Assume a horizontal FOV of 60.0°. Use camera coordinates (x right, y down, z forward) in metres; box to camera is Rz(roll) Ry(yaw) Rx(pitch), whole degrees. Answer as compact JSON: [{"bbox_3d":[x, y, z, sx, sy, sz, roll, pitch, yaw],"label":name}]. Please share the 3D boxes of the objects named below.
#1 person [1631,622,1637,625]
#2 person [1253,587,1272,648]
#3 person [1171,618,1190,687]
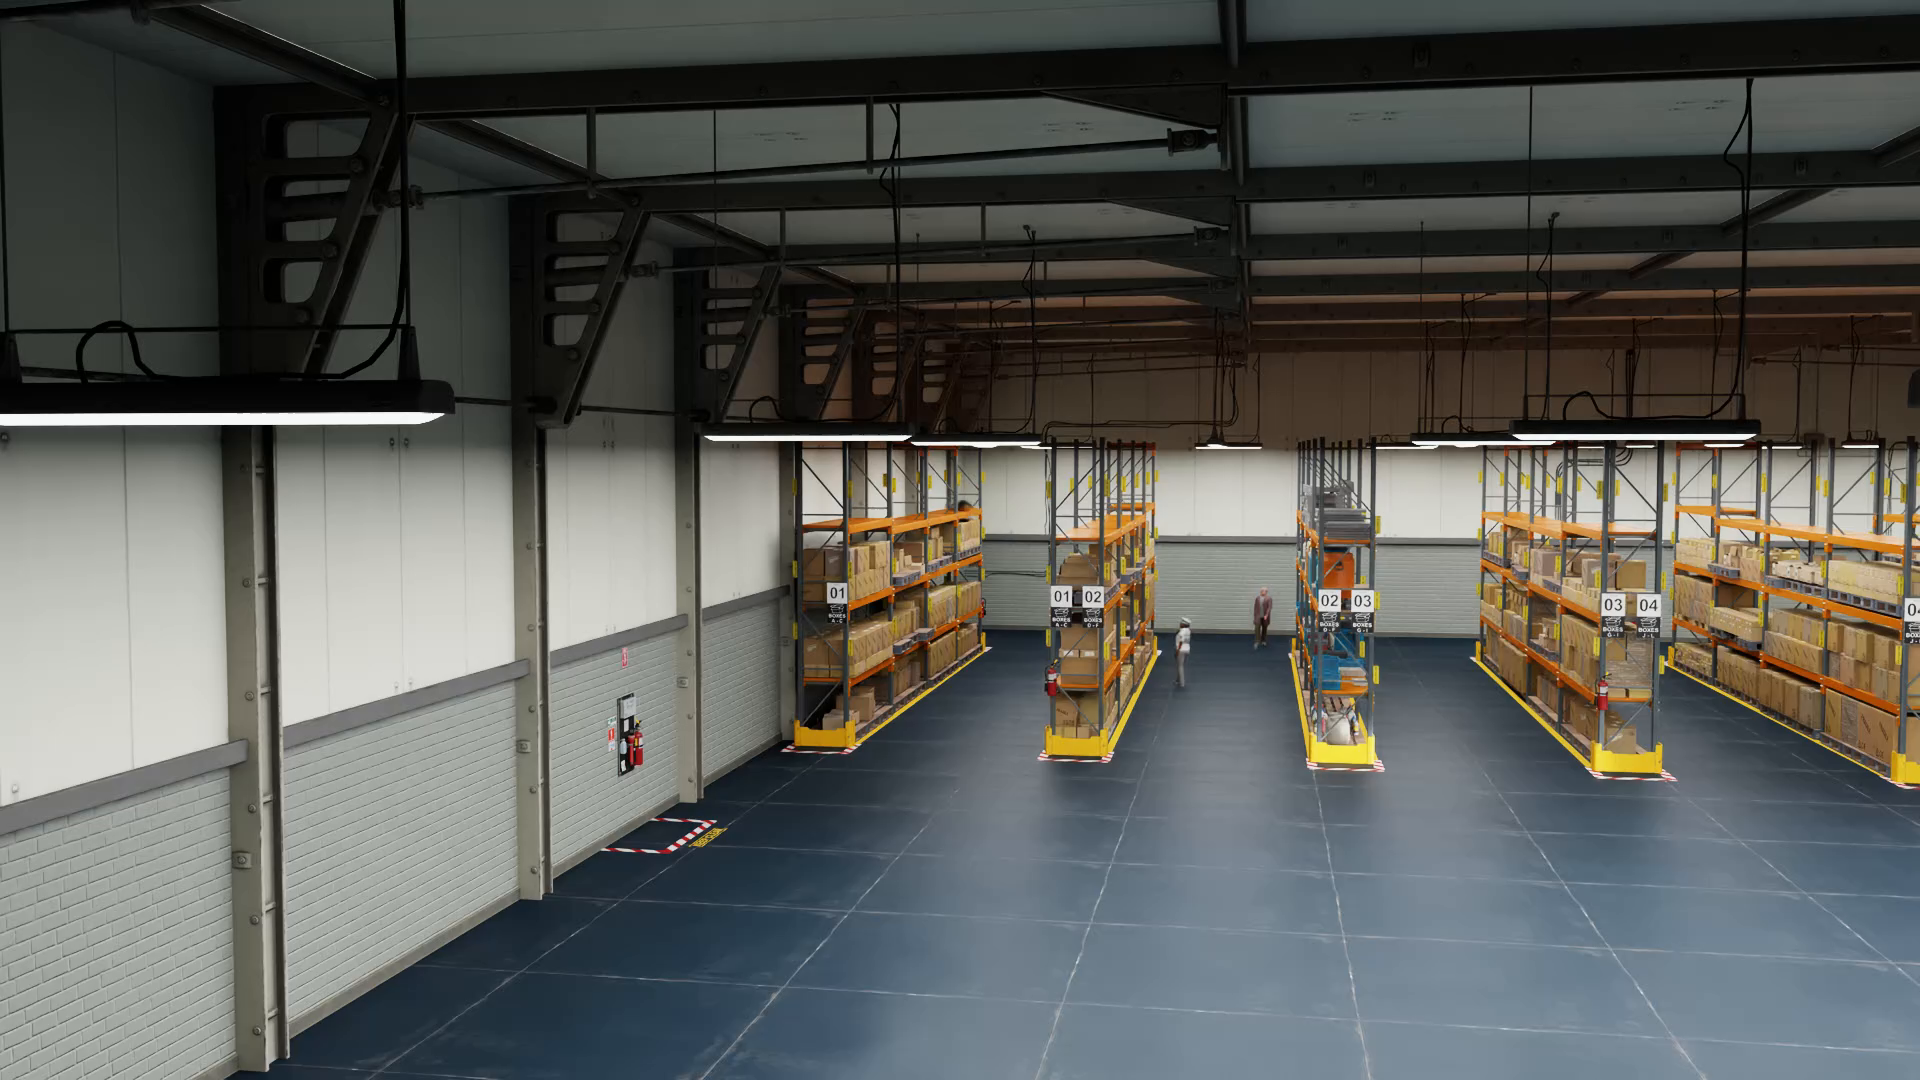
[{"bbox_3d":[17.724,2.551,43.753,0.484,1.727,0.607,1,3,23],"label":"person"},{"bbox_3d":[8.849,2.257,48.631,0.550,1.734,1.035,0,3,9],"label":"person"},{"bbox_3d":[5.362,2.733,40.788,0.632,1.689,0.465,3,4,43],"label":"person"}]
